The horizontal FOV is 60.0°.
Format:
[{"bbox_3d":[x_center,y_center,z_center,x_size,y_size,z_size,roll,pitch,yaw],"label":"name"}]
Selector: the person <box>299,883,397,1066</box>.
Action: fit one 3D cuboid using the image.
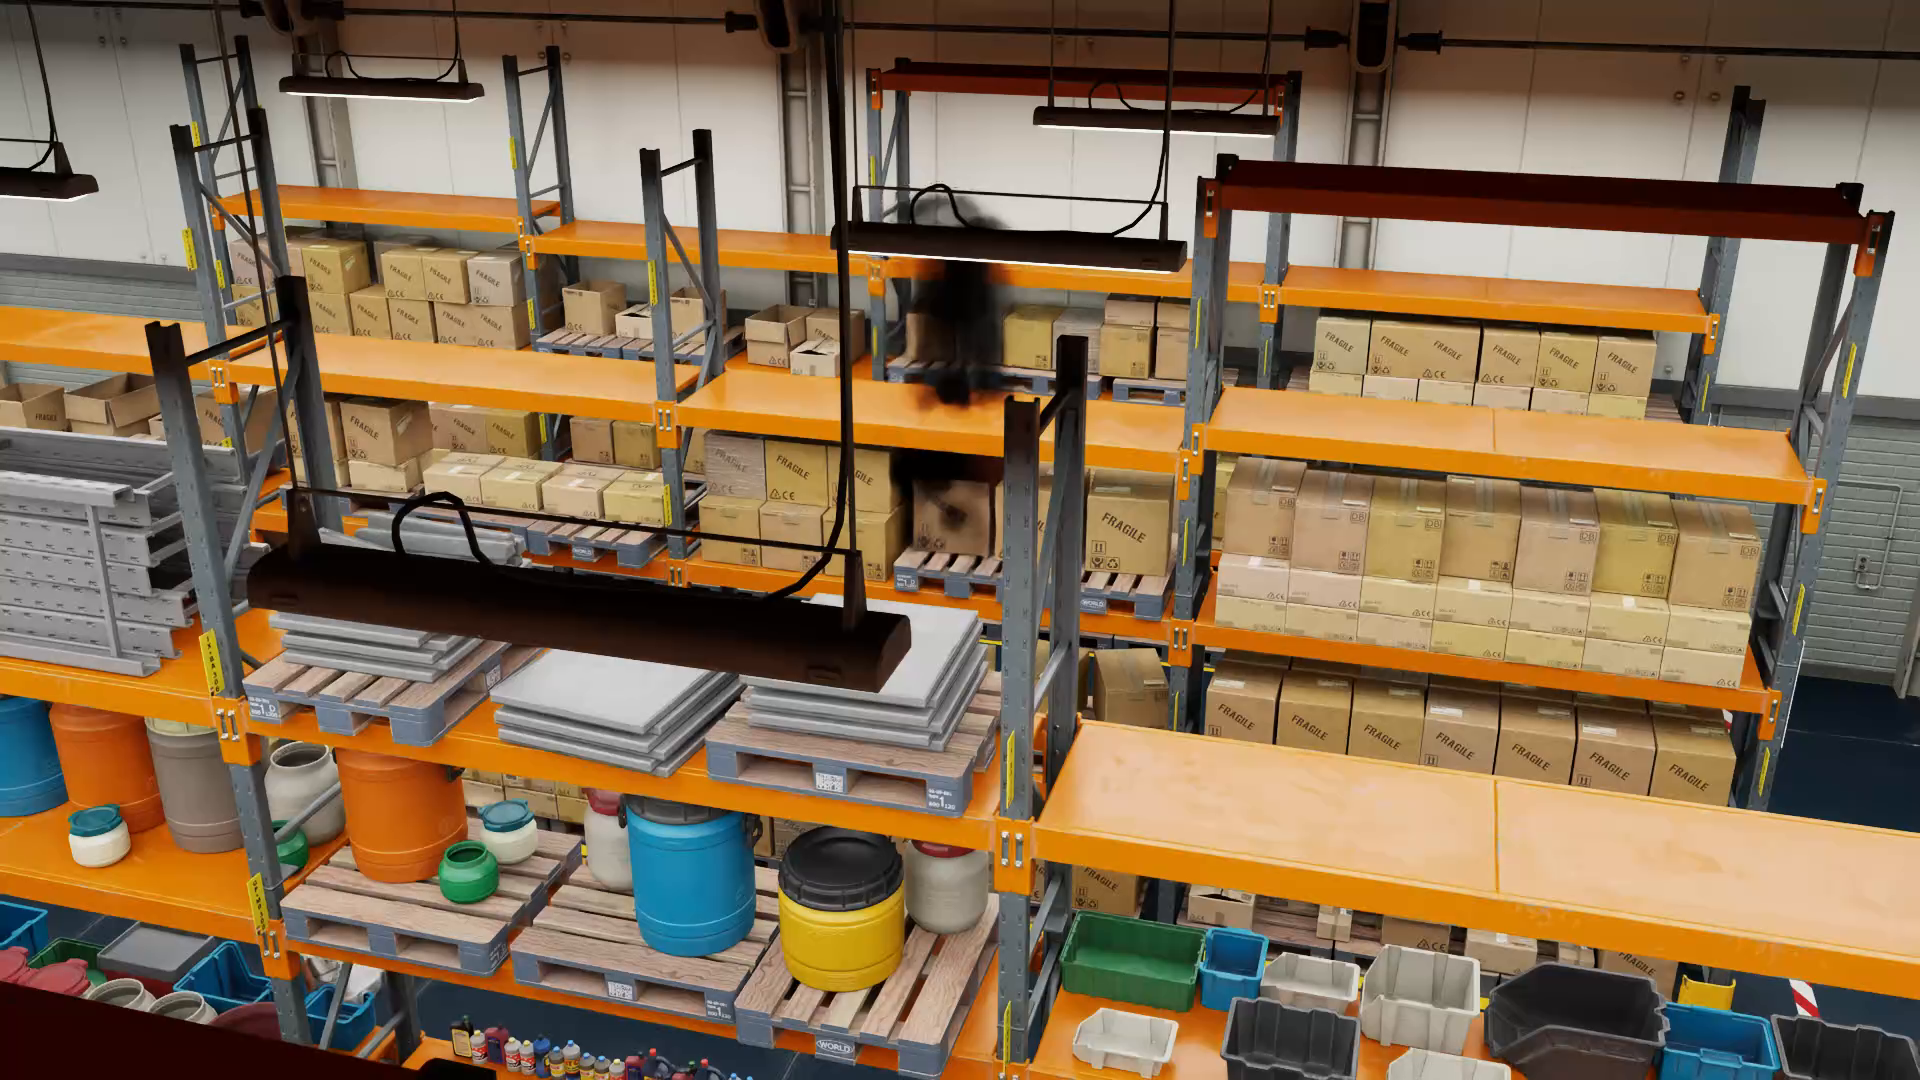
[{"bbox_3d":[-4.141,3.079,11.352,0.989,1.606,0.676,11,25,24],"label":"person"}]
